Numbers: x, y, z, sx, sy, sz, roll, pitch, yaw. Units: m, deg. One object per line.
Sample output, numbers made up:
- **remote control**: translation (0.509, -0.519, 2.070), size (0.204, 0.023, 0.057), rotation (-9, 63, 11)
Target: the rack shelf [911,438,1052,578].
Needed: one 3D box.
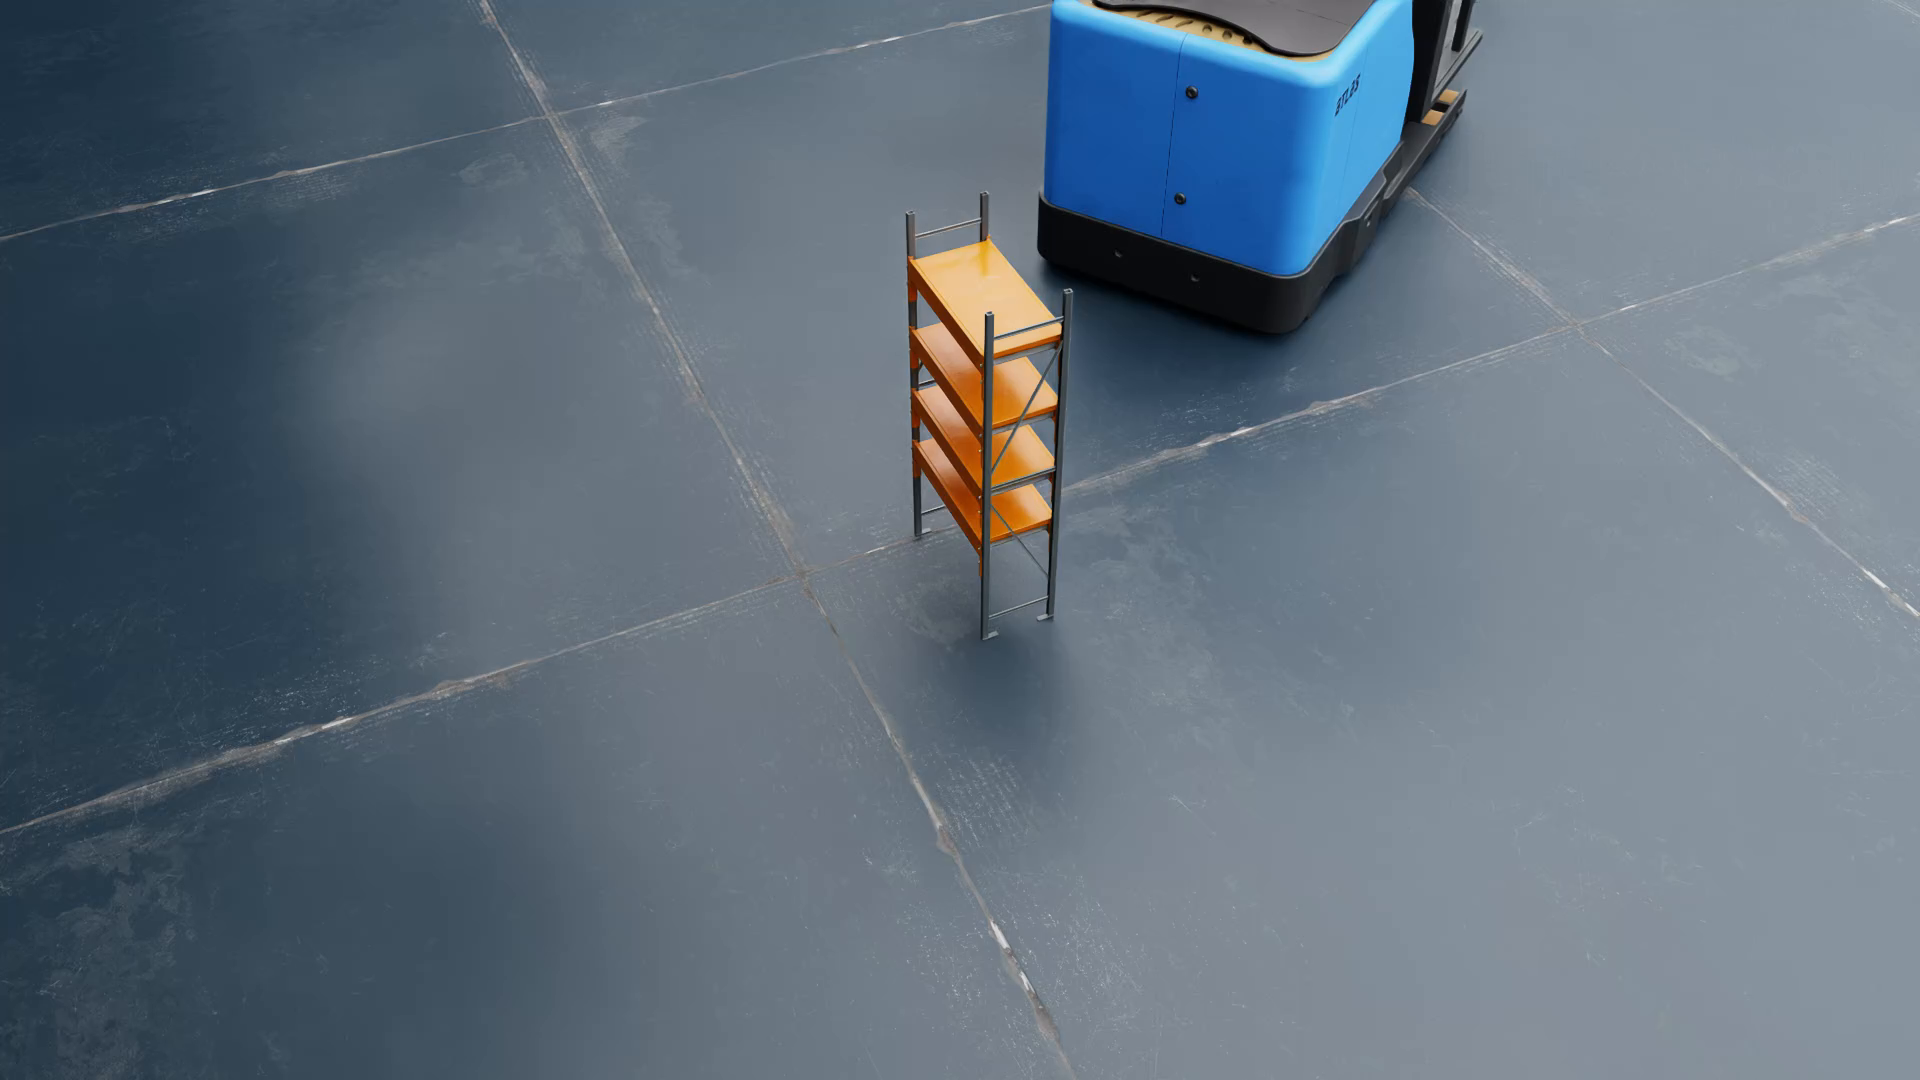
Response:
- **rack shelf**: translation (0.070, -0.132, 4.908), size (0.258, 0.148, 0.480), rotation (-18, 47, -17)

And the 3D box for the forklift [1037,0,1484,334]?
- **forklift**: translation (1.463, -2.800, 6.000), size (1.130, 2.935, 3.031), rotation (22, 49, 21)

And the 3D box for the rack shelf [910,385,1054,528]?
- **rack shelf**: translation (0.070, -0.274, 4.769), size (0.258, 0.148, 0.480), rotation (-18, 47, -17)

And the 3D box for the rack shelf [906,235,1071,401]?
- **rack shelf**: translation (0.070, -0.601, 4.446), size (0.258, 0.148, 0.480), rotation (-18, 47, -17)

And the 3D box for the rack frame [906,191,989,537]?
- **rack frame**: translation (-0.033, -0.477, 4.879), size (0.240, 1.200, 0.015), rotation (-18, 47, -17)

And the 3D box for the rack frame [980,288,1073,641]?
- **rack frame**: translation (0.172, -0.166, 4.564), size (0.240, 1.200, 0.015), rotation (-18, 47, -17)

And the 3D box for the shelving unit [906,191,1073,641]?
- **shelving unit**: translation (0.070, -0.322, 4.722), size (0.258, 1.200, 0.503), rotation (-18, 47, -17)

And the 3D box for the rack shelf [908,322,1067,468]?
- **rack shelf**: translation (0.070, -0.433, 4.612), size (0.258, 0.148, 0.480), rotation (-18, 47, -17)
